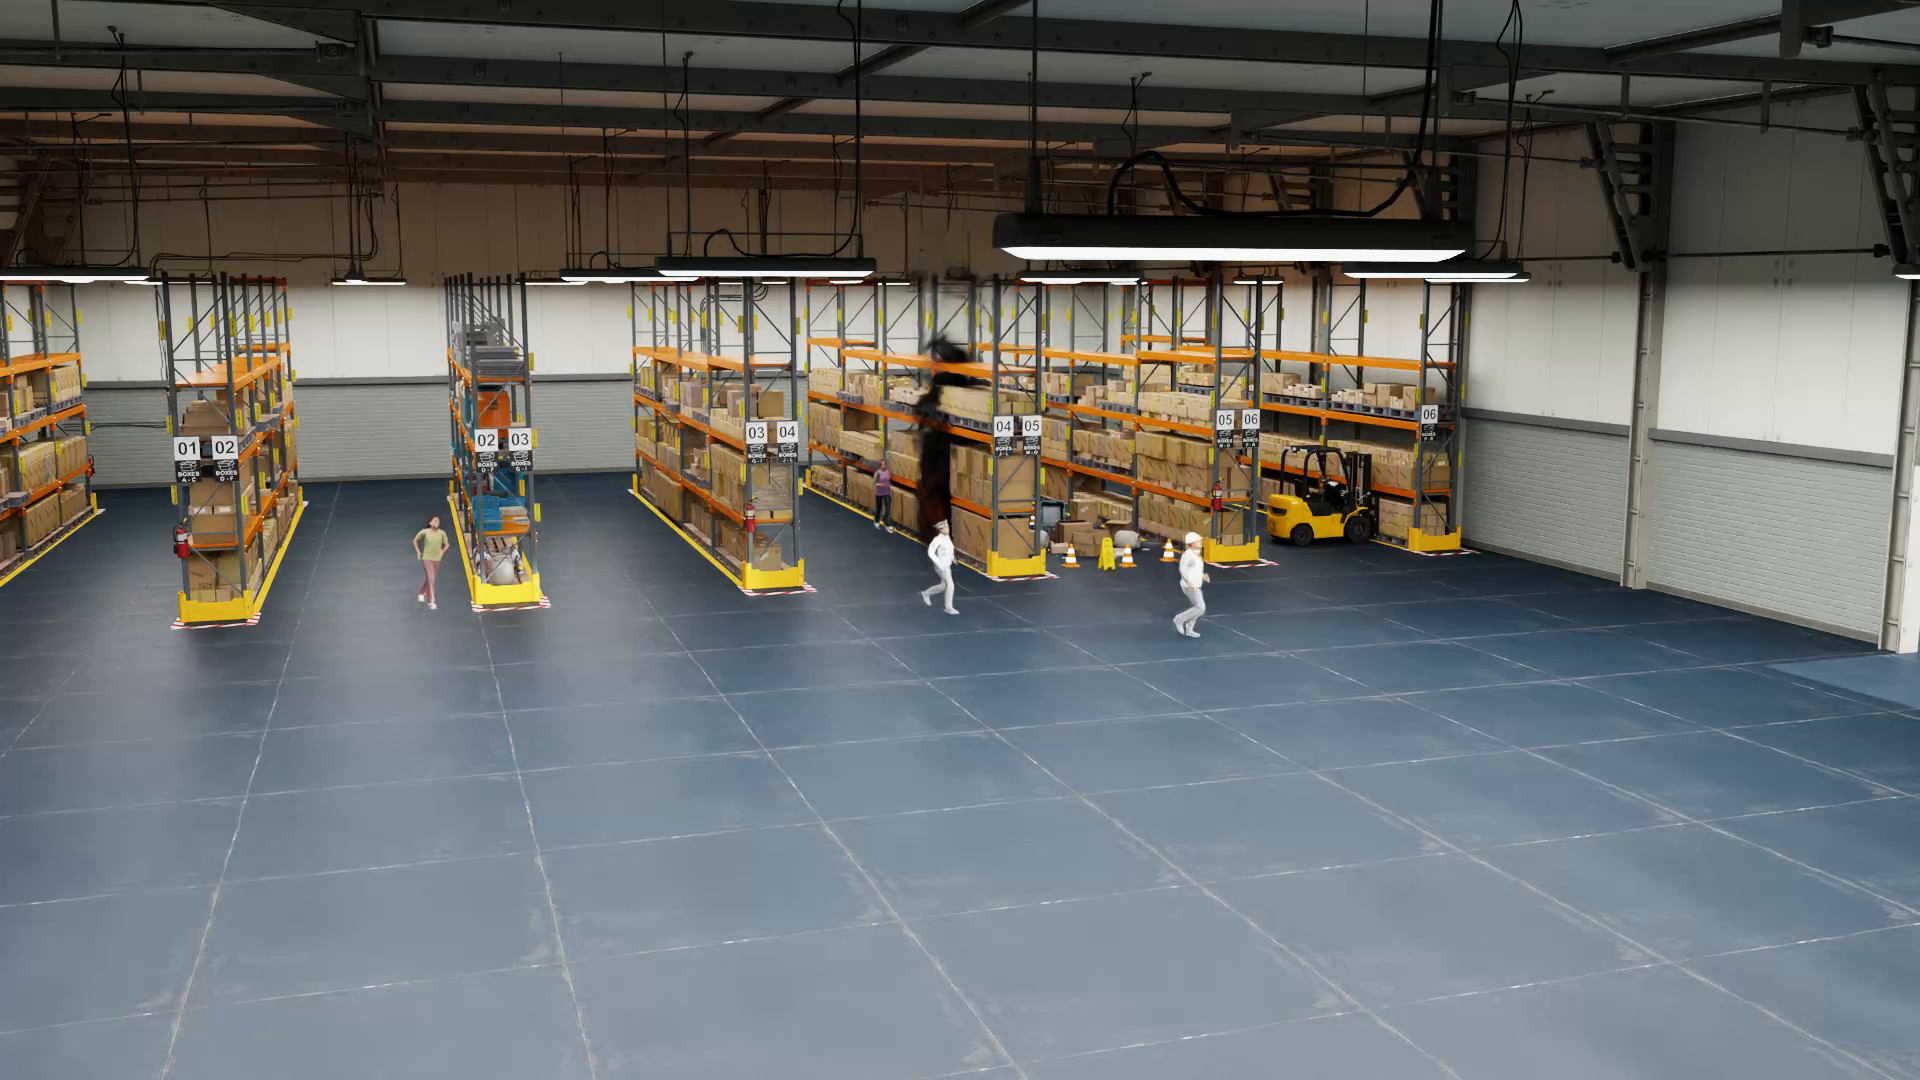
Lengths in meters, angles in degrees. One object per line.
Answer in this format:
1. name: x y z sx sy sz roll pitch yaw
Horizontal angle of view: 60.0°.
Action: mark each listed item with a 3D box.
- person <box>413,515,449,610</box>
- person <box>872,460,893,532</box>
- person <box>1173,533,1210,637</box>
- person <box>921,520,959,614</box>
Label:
1. person: -9.574 0.374 30.197 0.595 1.674 0.821 -7 11 -40
2. person: -1.726 -0.991 37.307 0.537 1.600 0.810 -4 10 -26
3. person: 3.831 0.740 27.474 0.576 1.743 0.676 2 9 14
4. person: -0.352 0.464 29.567 0.743 1.681 0.637 3 9 22
